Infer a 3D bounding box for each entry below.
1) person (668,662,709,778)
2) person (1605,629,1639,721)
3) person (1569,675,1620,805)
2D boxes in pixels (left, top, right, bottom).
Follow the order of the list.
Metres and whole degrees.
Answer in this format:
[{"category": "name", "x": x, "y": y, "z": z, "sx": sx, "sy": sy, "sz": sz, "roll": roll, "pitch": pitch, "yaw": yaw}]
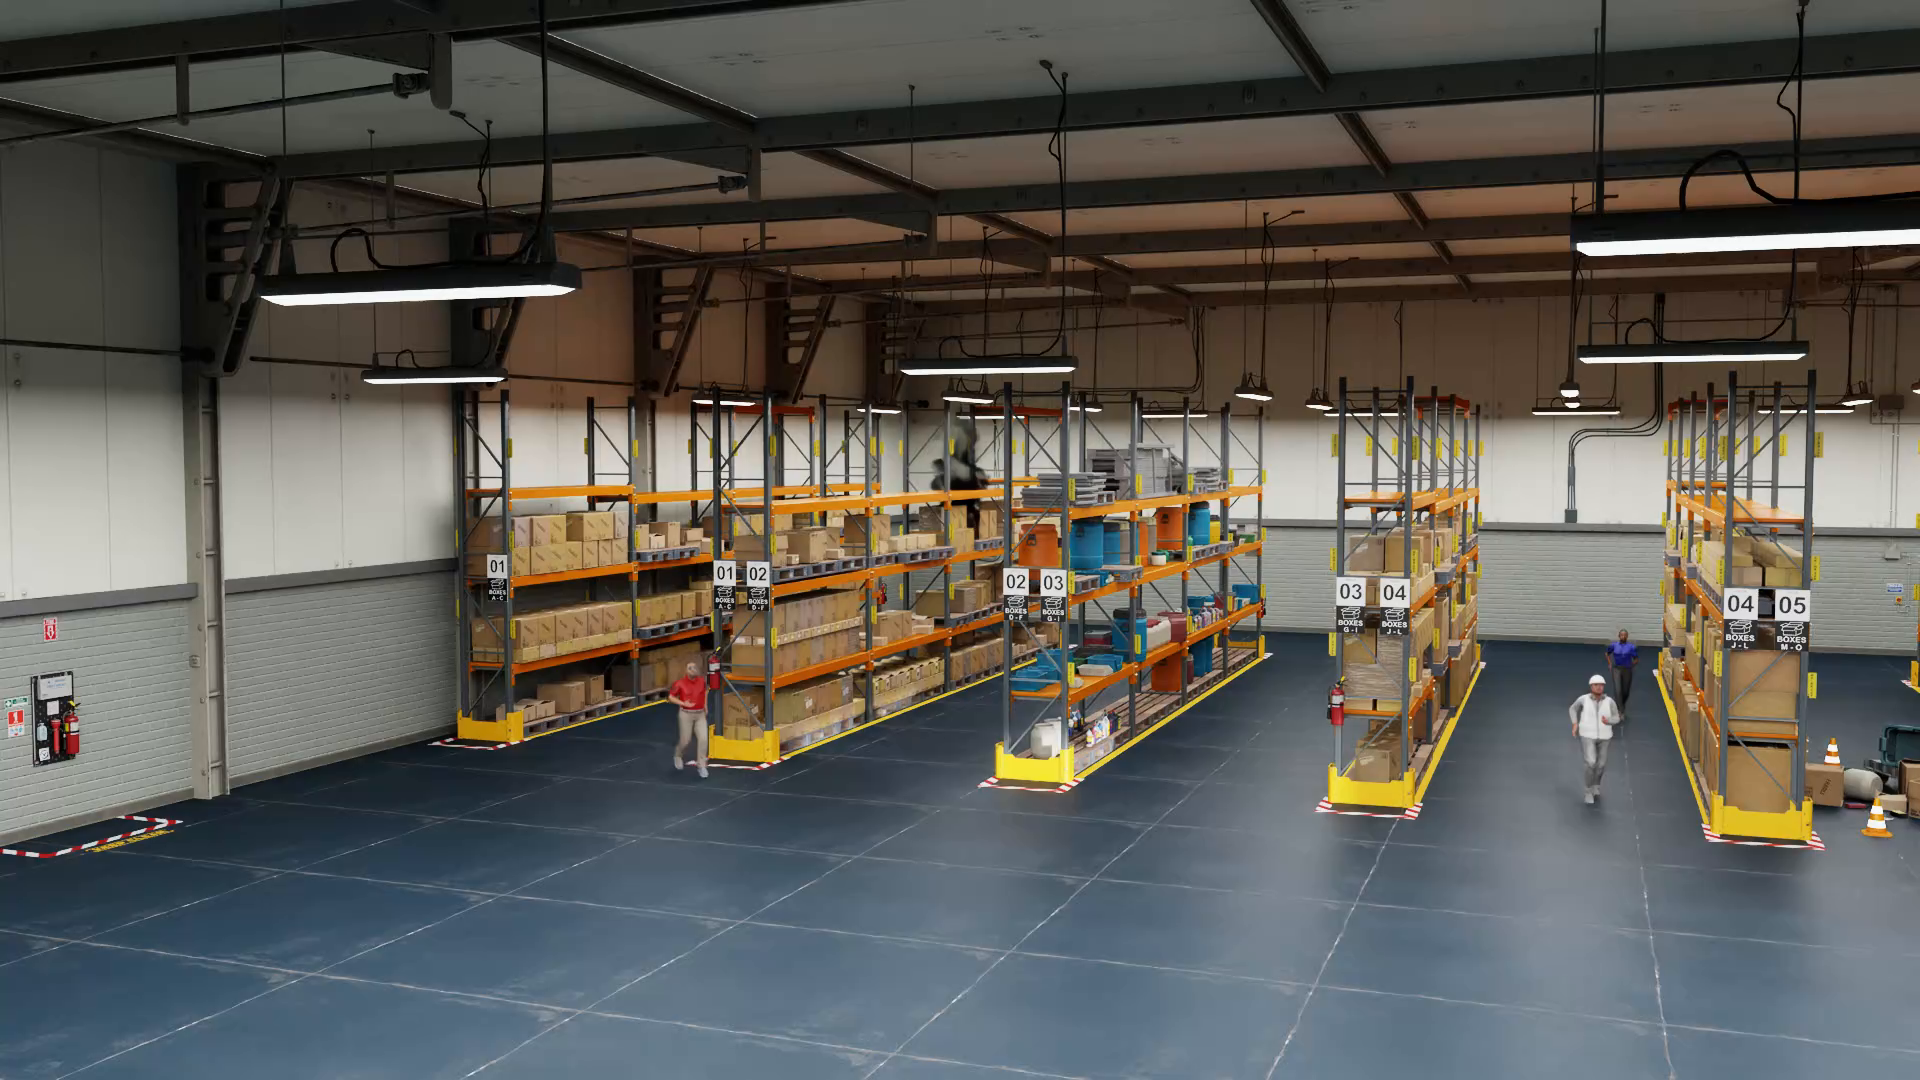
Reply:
[{"category": "person", "x": -4.134, "y": 2.733, "z": 25.528, "sx": 0.684, "sy": 1.746, "sz": 0.876, "roll": -2, "pitch": 4, "yaw": -36}, {"category": "person", "x": 12.301, "y": 2.483, "z": 30.899, "sx": 0.580, "sy": 1.664, "sz": 0.898, "roll": 1, "pitch": 3, "yaw": 17}, {"category": "person", "x": 9.004, "y": 2.818, "z": 23.566, "sx": 0.629, "sy": 1.824, "sz": 0.752, "roll": 0, "pitch": 3, "yaw": 8}]
